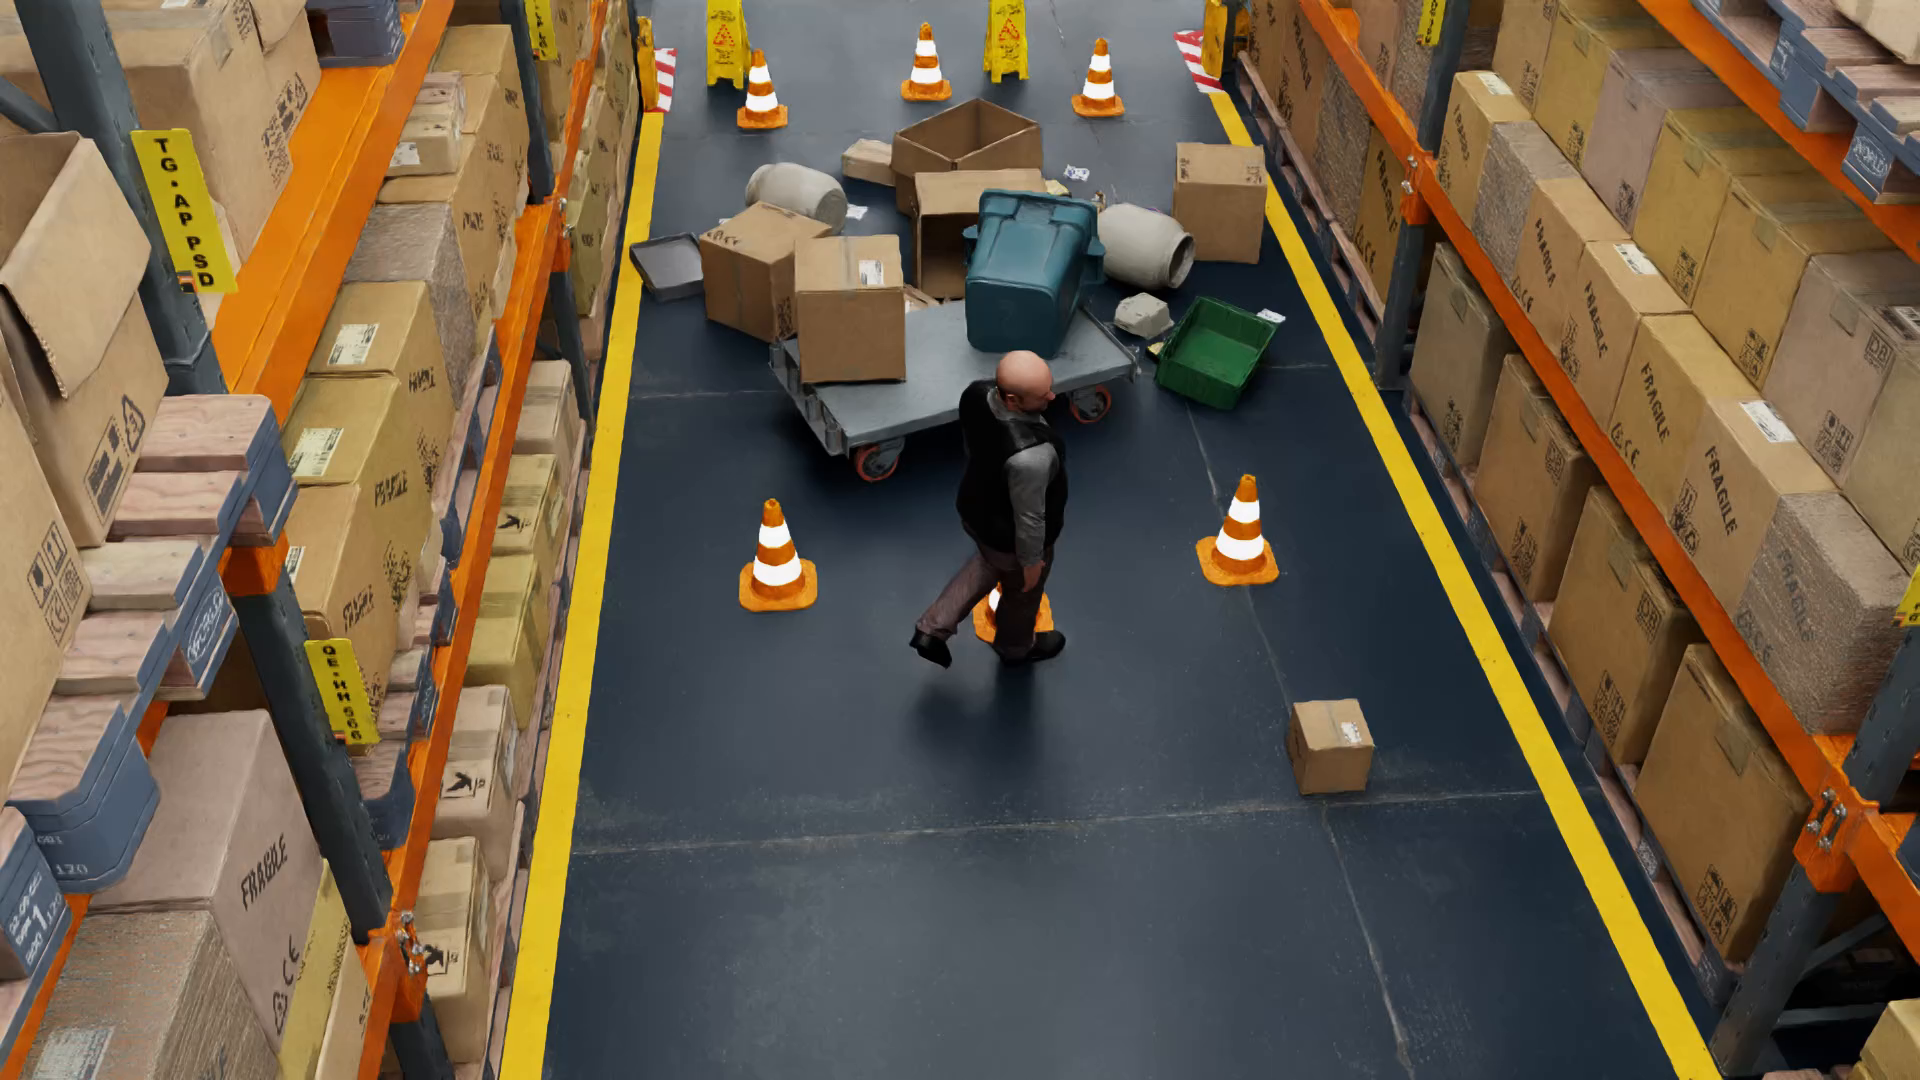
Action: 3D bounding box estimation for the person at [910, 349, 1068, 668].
[{"bbox_3d":[0.184,-0.050,6.258,0.717,1.685,0.592,-19,42,-22],"label":"person"}]
